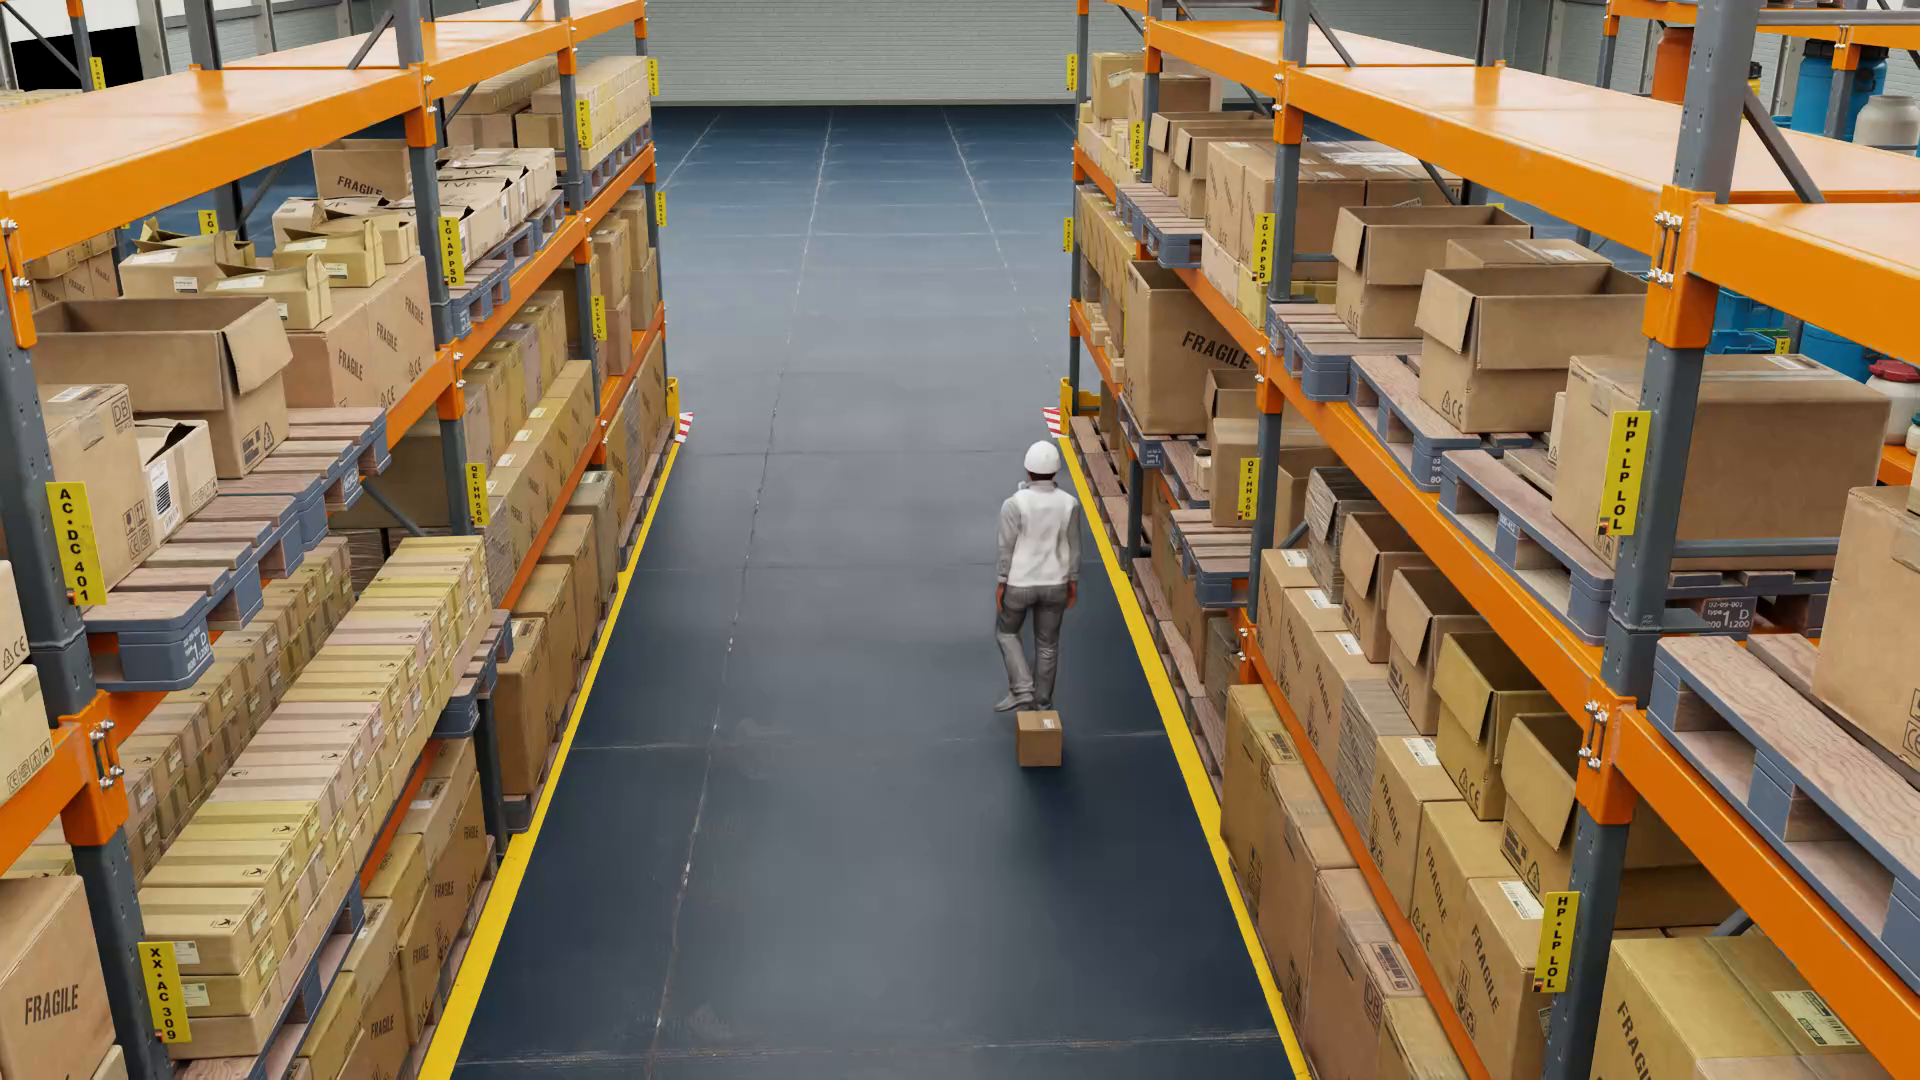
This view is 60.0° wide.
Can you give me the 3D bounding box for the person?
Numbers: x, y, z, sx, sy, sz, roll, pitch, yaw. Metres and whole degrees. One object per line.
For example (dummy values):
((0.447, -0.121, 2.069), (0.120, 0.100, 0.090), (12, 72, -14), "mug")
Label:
((0.482, 0.249, 10.311), (0.560, 1.760, 0.488), (-4, 21, -10), "person")
